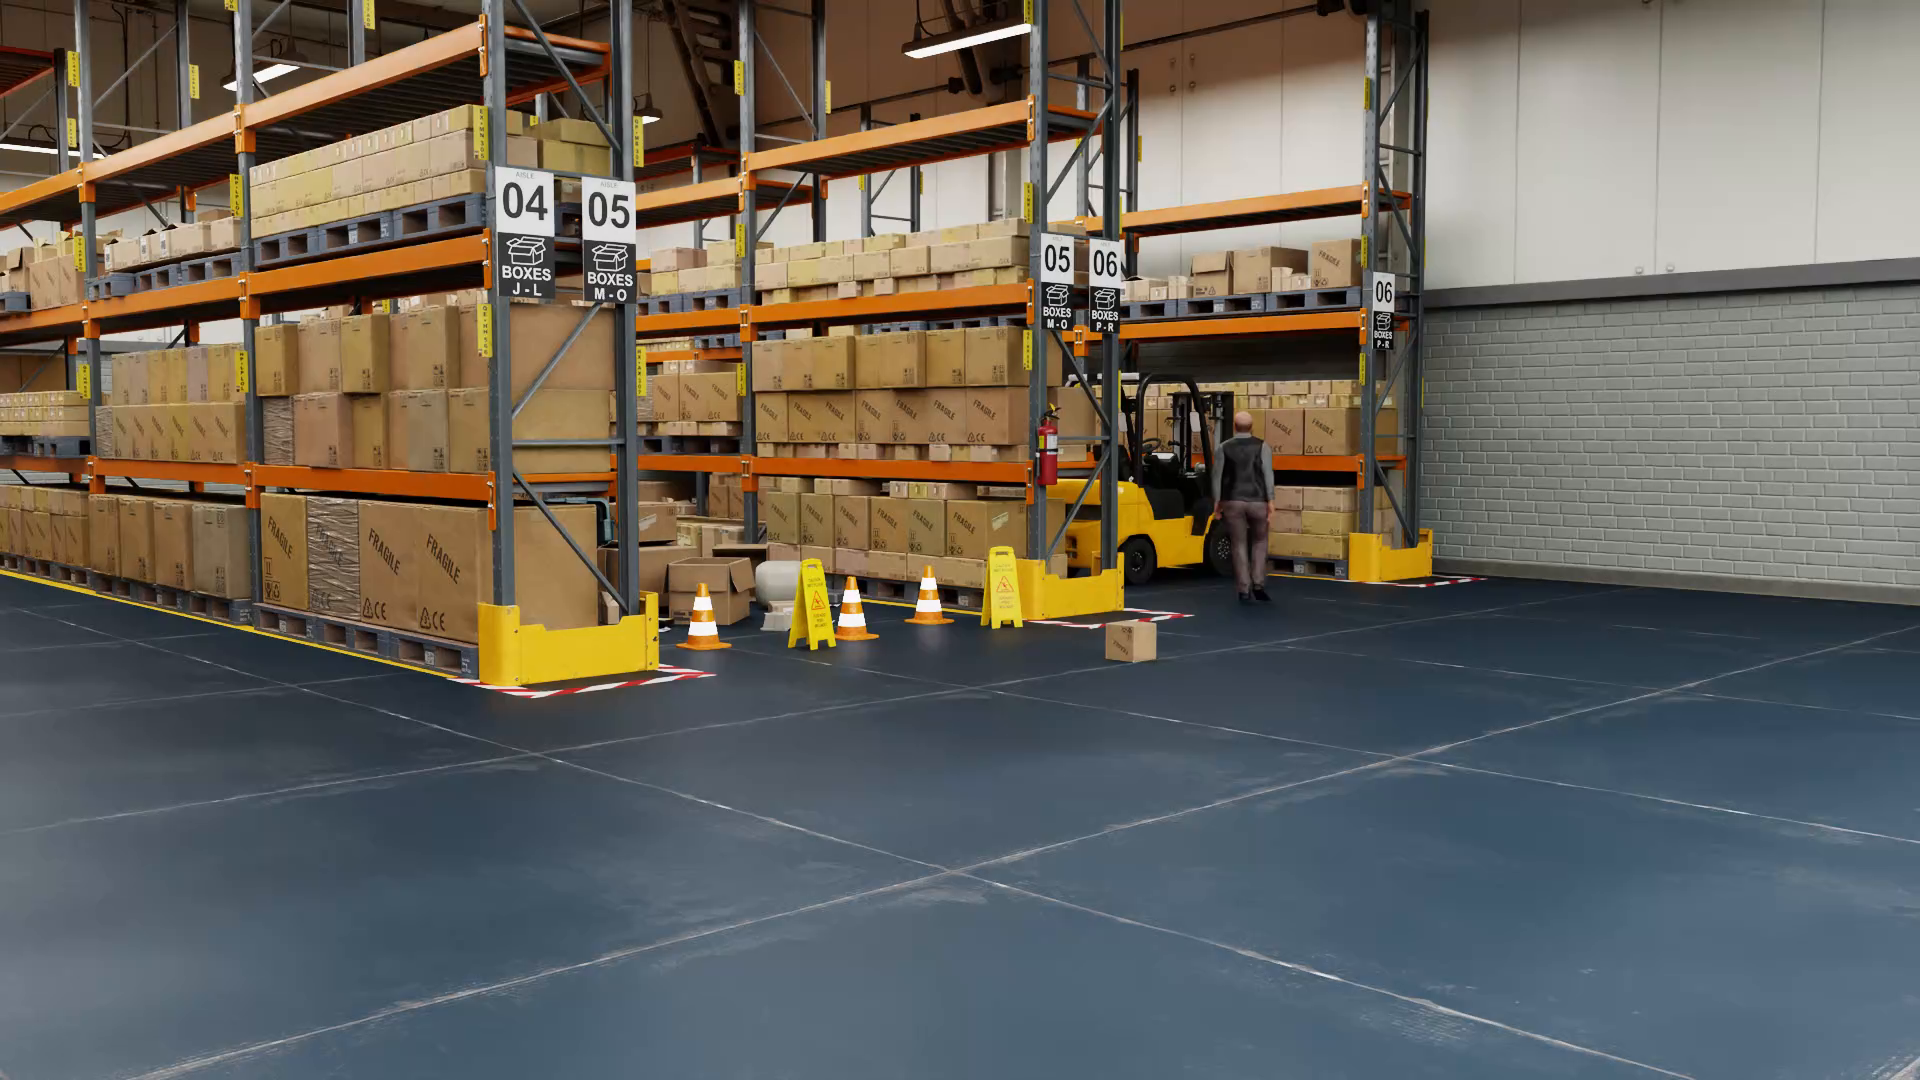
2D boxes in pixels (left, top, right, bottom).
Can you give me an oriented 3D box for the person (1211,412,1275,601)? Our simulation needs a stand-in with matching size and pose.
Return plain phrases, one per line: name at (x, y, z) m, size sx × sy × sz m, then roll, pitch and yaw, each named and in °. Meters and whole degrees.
person at (2.579, -0.285, 15.187) m, size 0.570 × 1.770 × 0.551 m, roll 1°, pitch 4°, yaw 8°
